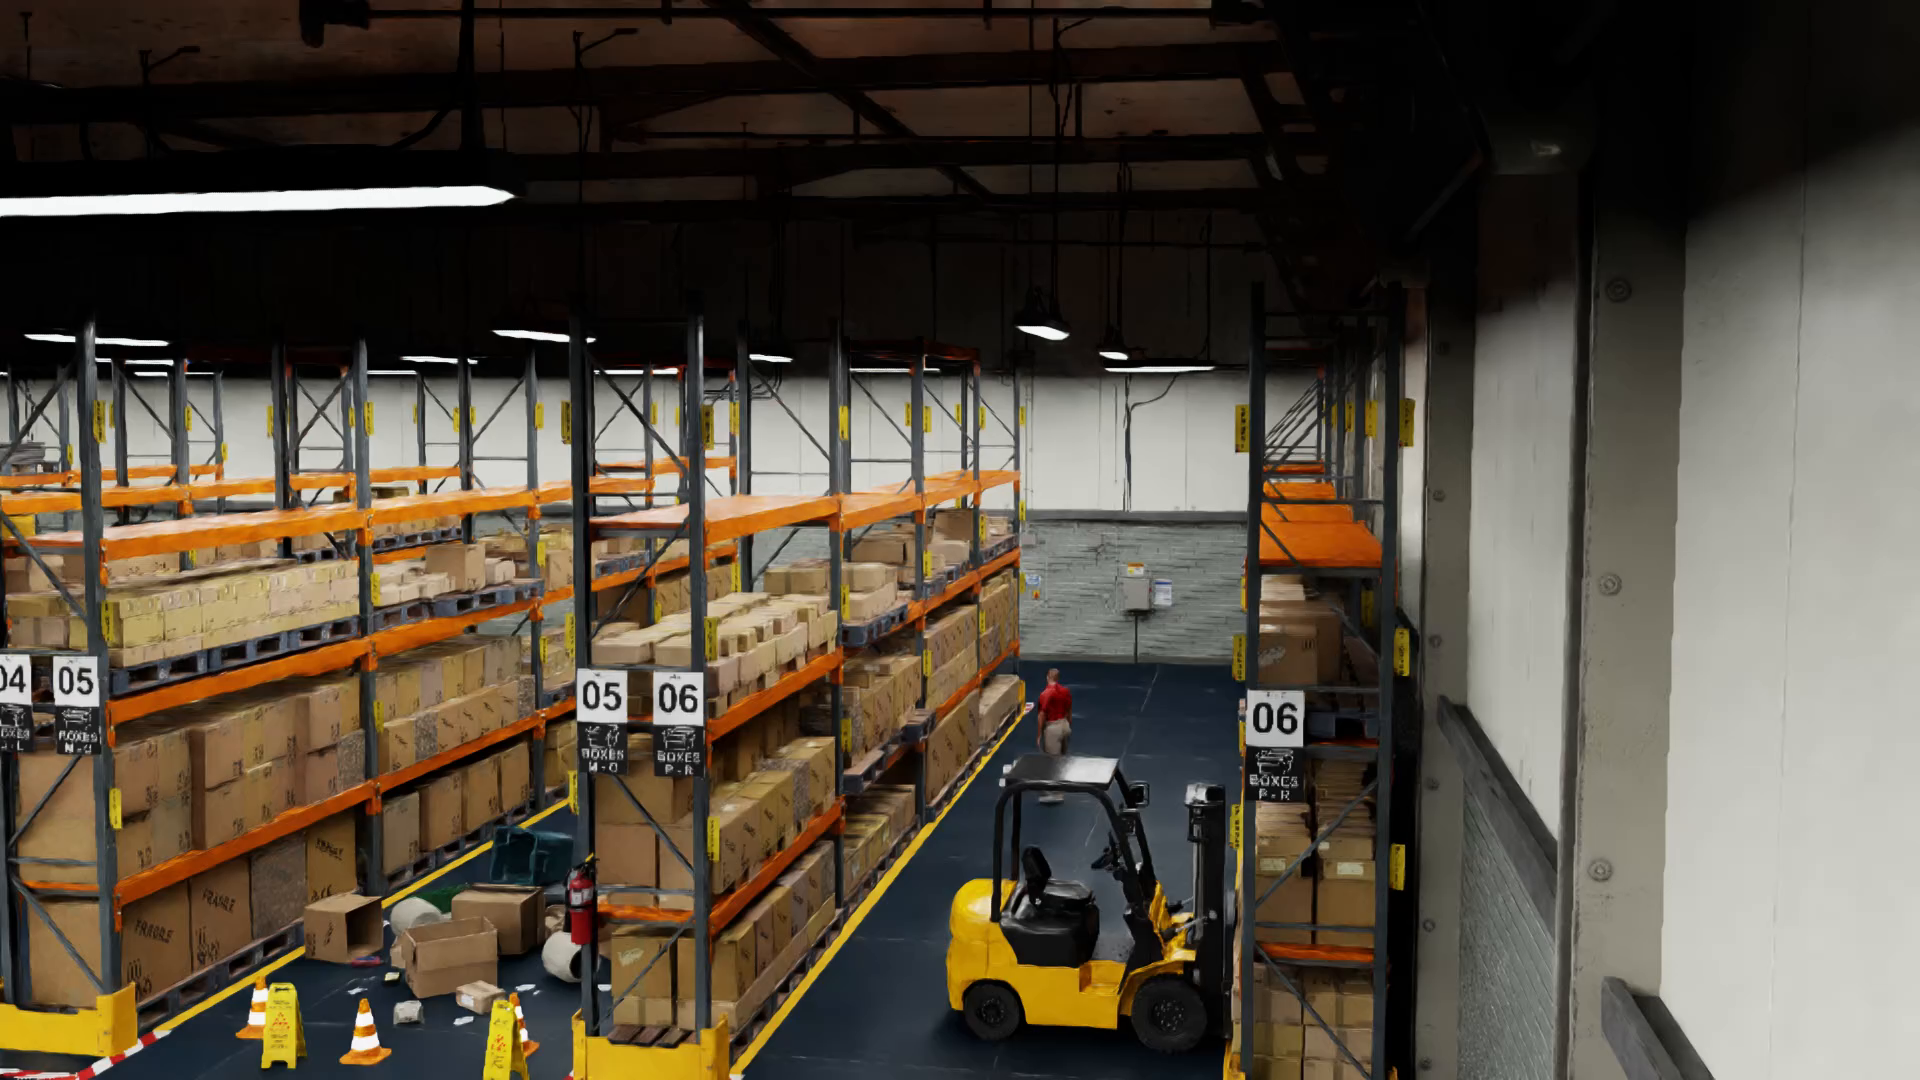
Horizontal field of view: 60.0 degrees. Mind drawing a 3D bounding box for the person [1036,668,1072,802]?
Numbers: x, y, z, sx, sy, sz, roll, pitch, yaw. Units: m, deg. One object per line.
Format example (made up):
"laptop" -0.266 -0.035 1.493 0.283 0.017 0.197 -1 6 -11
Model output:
"person" 1.209 2.530 21.882 0.584 1.723 0.653 4 6 41
